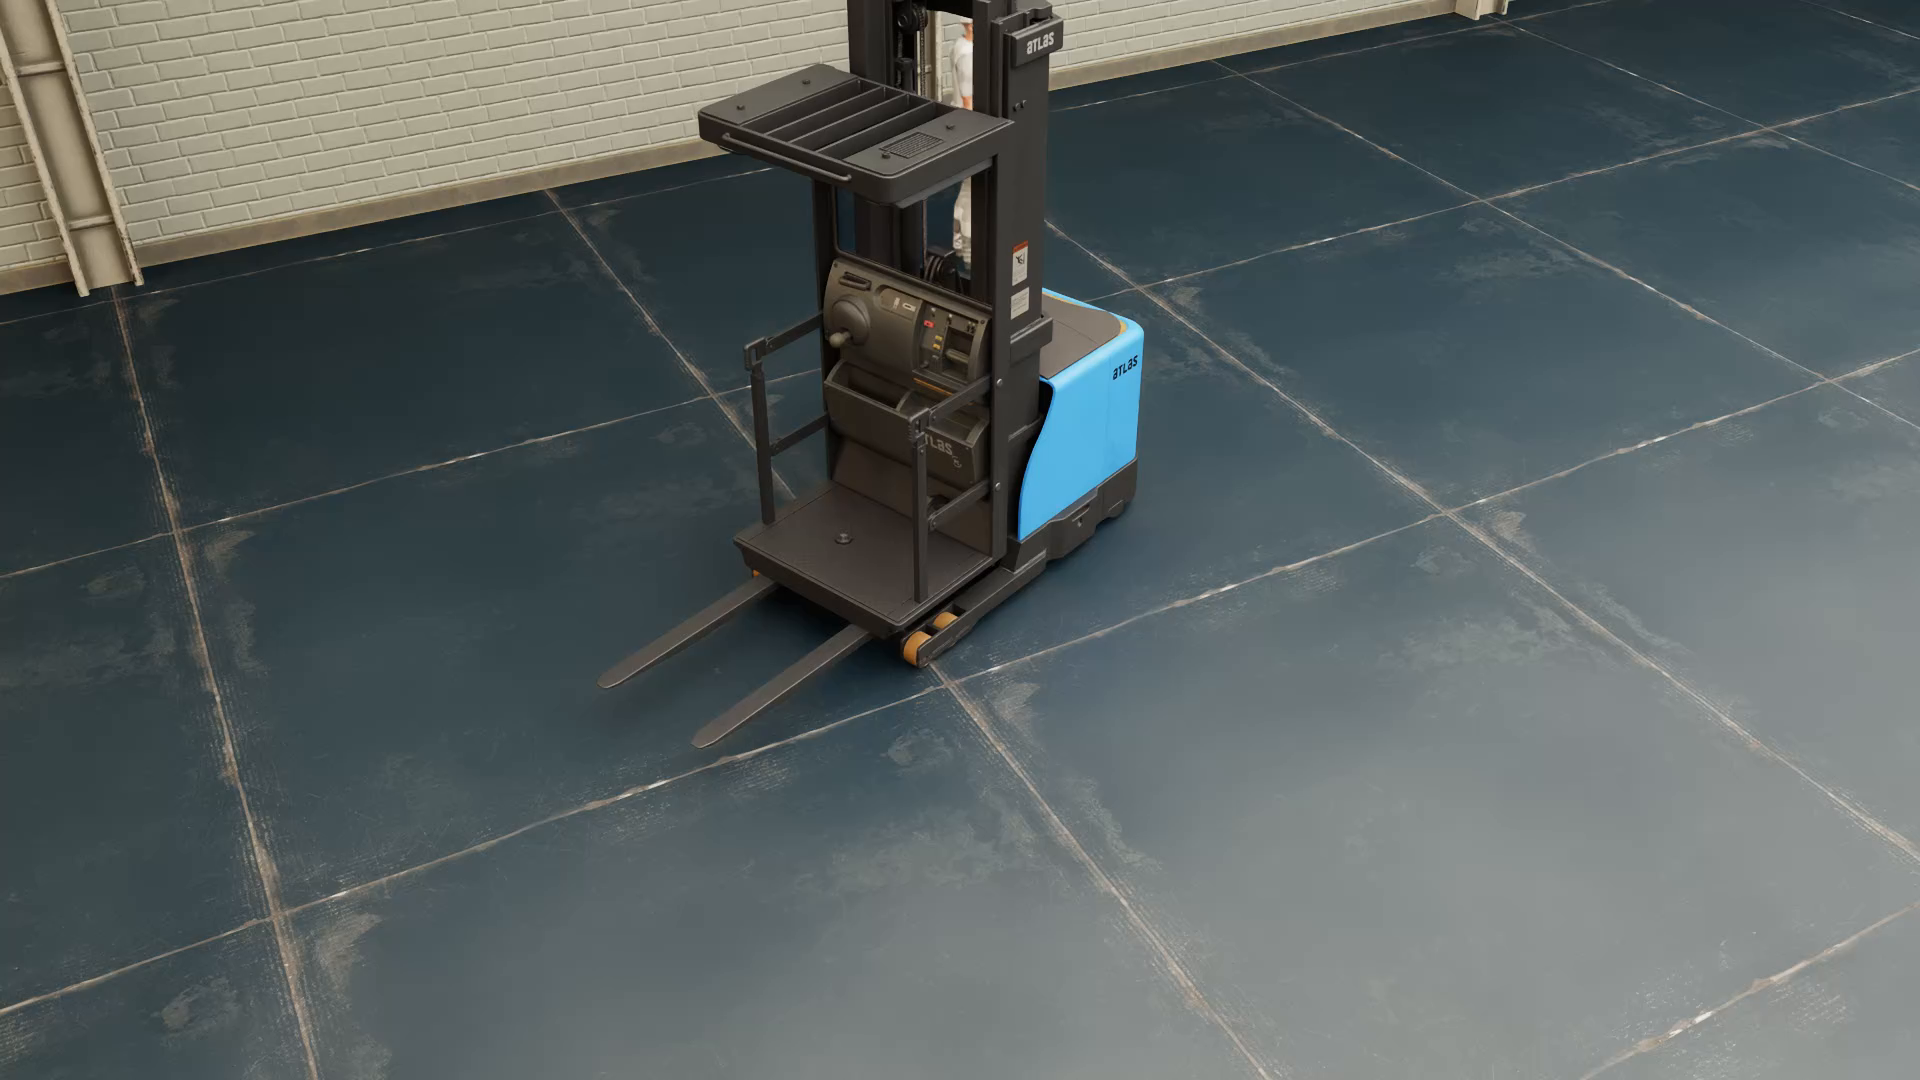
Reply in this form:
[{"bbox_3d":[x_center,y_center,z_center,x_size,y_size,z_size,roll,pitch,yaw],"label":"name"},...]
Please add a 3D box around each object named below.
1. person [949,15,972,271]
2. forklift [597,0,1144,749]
[{"bbox_3d":[0.126,-2.654,10.868,0.374,1.795,0.603,-5,36,-6],"label":"person"},{"bbox_3d":[-0.390,-0.927,7.434,1.130,2.935,3.031,26,43,31],"label":"forklift"}]
